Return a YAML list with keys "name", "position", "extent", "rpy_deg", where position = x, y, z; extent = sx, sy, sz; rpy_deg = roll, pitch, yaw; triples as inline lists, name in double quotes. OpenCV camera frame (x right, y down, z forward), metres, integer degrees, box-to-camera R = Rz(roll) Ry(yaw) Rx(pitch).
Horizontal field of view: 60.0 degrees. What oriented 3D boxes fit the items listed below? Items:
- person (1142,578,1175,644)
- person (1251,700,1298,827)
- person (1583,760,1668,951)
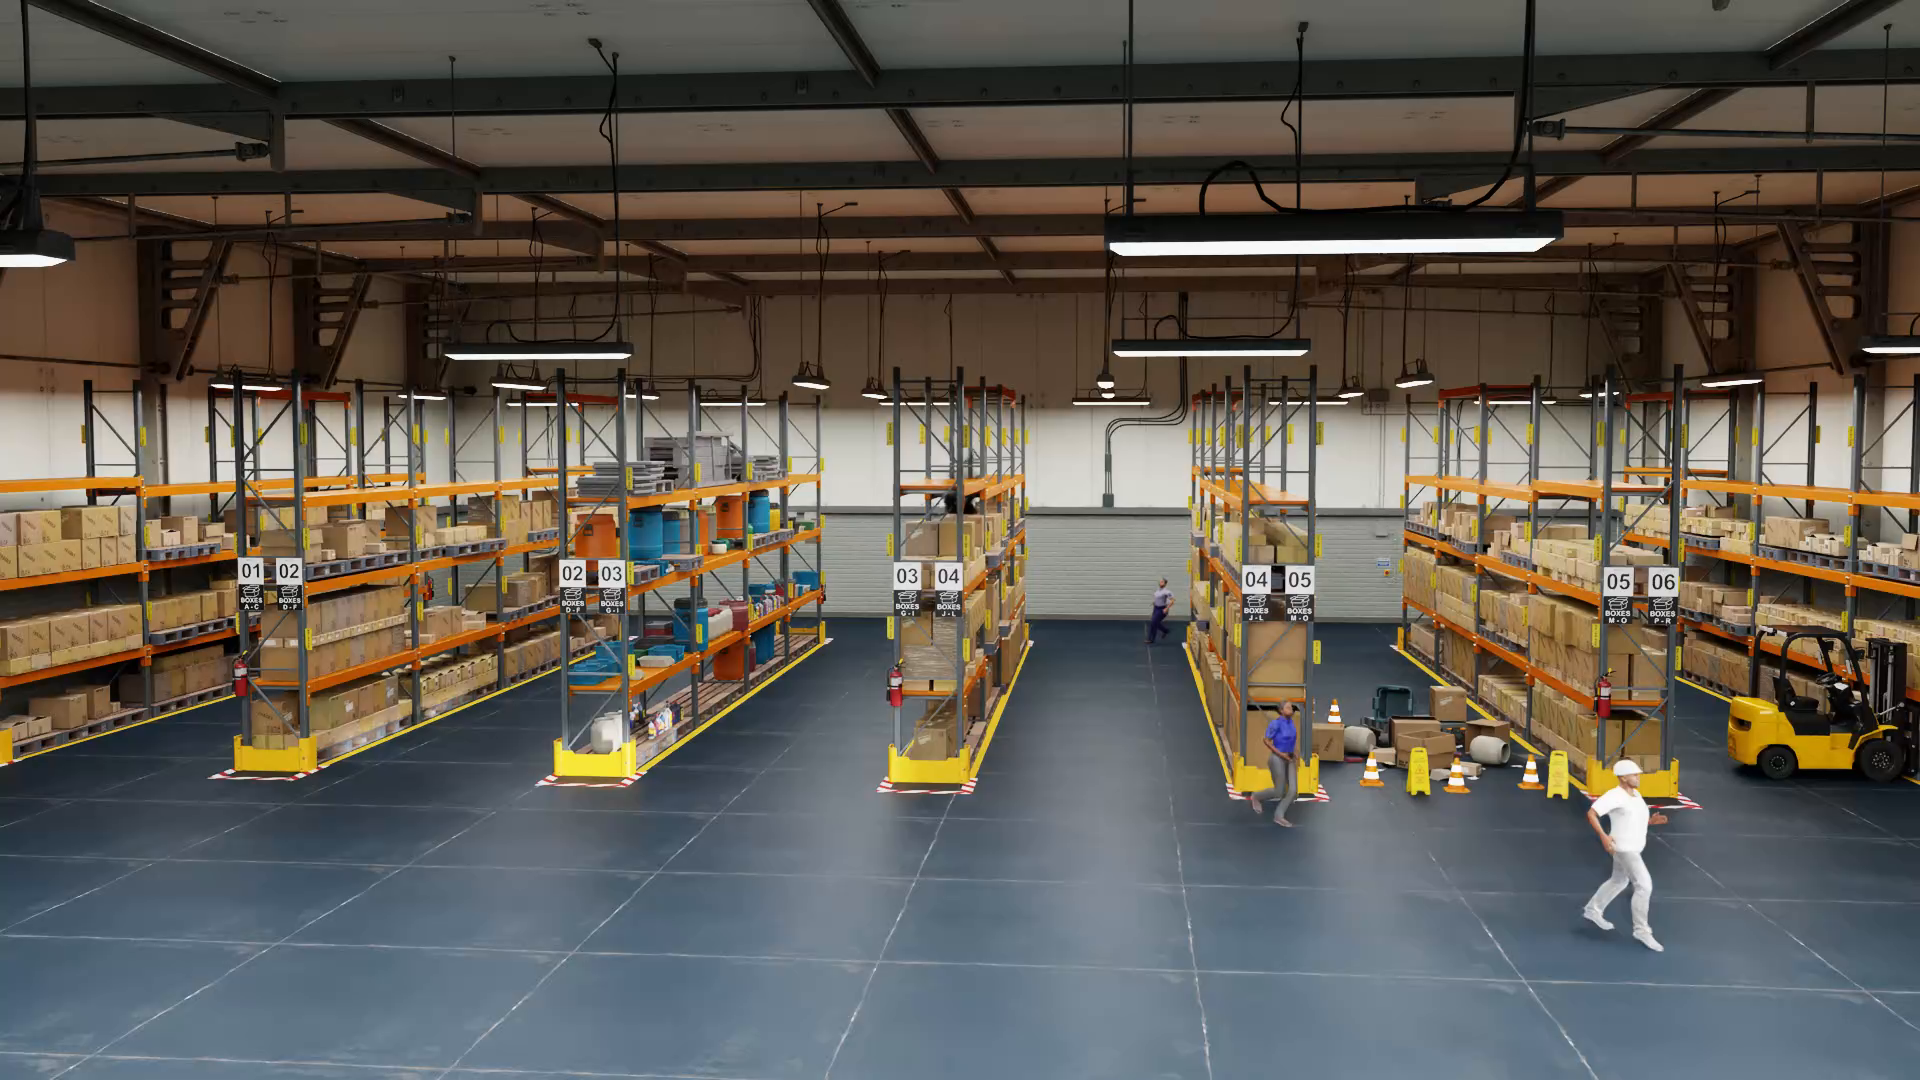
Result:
- name: "person"
  position: [4.868, 1.711, 40.179]
  extent: [0.817, 1.599, 0.669]
  rpy_deg: [-2, 4, -27]
- name: "person"
  position: [4.139, 2.872, 21.577]
  extent: [0.580, 1.596, 0.639]
  rpy_deg: [-3, 5, -40]
- name: "person"
  position: [6.591, 3.085, 16.484]
  extent: [0.820, 1.821, 0.677]
  rpy_deg: [3, 4, 38]
